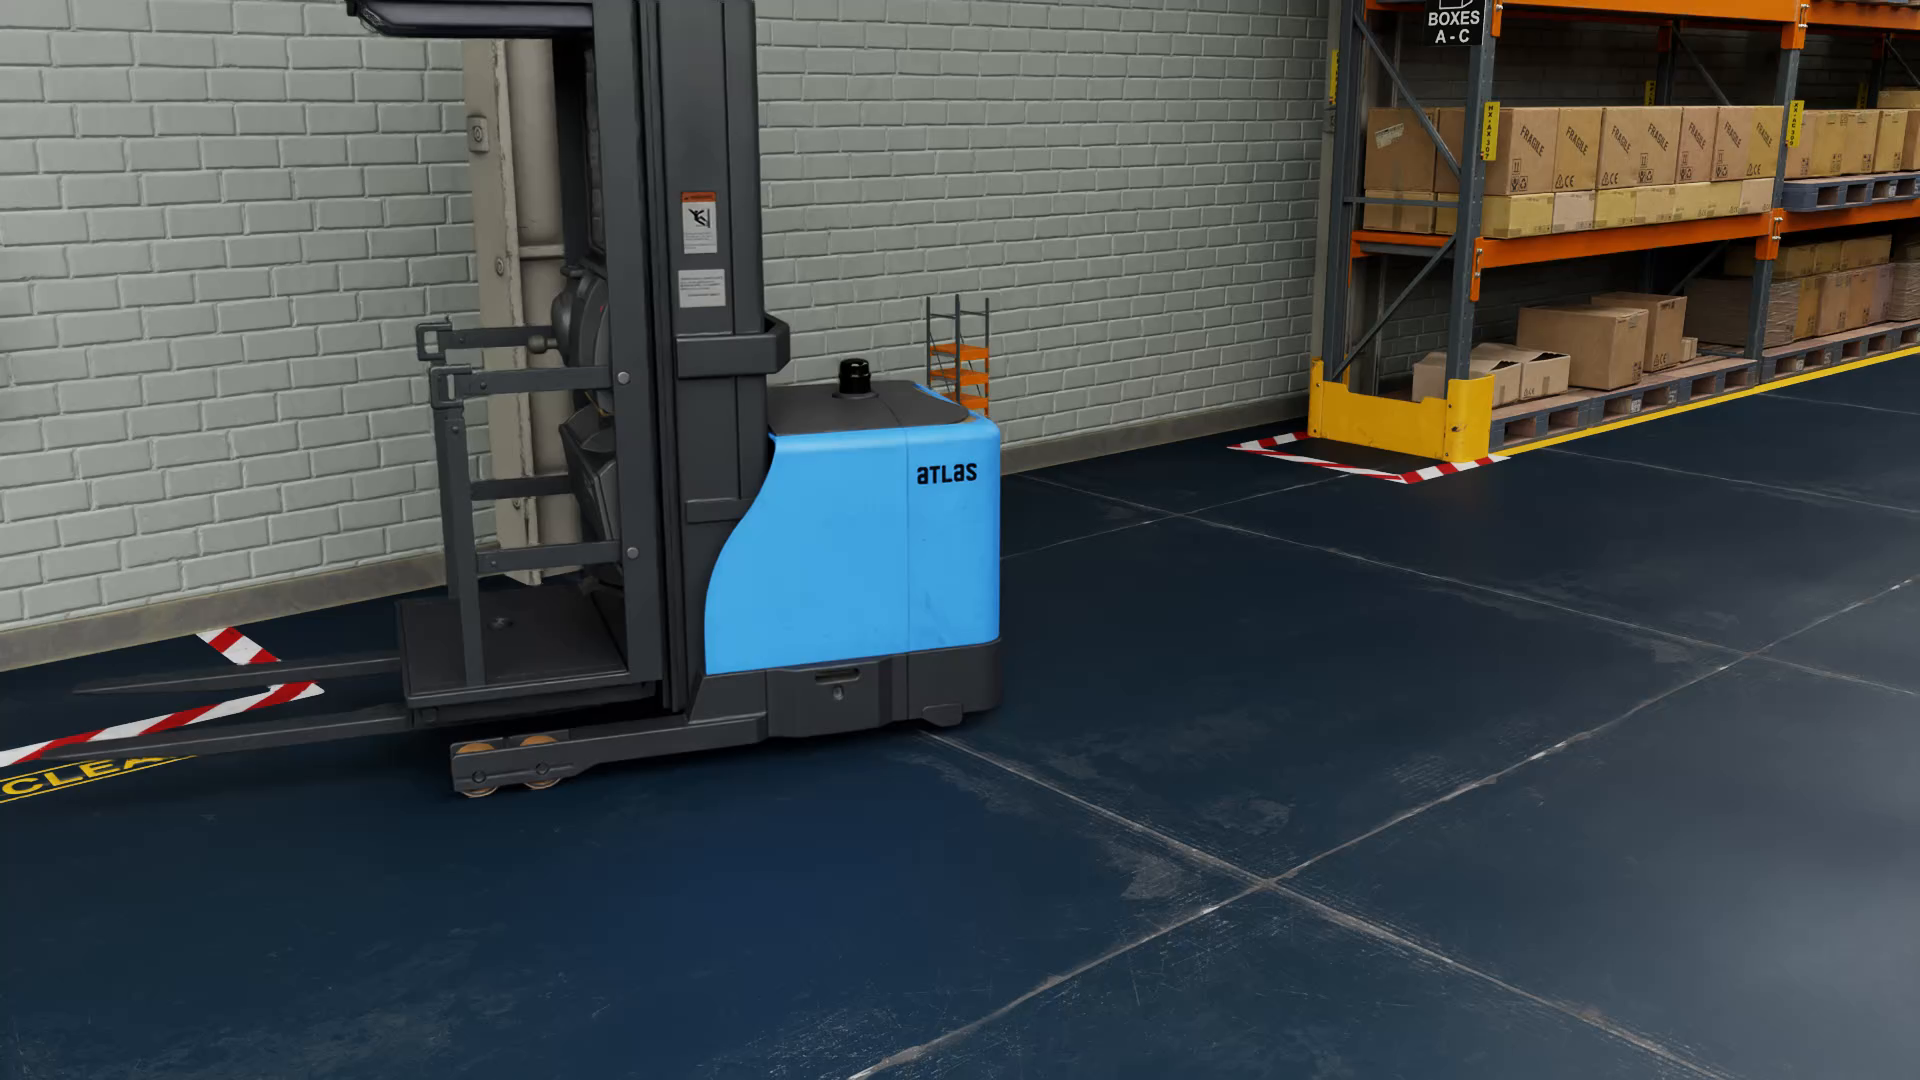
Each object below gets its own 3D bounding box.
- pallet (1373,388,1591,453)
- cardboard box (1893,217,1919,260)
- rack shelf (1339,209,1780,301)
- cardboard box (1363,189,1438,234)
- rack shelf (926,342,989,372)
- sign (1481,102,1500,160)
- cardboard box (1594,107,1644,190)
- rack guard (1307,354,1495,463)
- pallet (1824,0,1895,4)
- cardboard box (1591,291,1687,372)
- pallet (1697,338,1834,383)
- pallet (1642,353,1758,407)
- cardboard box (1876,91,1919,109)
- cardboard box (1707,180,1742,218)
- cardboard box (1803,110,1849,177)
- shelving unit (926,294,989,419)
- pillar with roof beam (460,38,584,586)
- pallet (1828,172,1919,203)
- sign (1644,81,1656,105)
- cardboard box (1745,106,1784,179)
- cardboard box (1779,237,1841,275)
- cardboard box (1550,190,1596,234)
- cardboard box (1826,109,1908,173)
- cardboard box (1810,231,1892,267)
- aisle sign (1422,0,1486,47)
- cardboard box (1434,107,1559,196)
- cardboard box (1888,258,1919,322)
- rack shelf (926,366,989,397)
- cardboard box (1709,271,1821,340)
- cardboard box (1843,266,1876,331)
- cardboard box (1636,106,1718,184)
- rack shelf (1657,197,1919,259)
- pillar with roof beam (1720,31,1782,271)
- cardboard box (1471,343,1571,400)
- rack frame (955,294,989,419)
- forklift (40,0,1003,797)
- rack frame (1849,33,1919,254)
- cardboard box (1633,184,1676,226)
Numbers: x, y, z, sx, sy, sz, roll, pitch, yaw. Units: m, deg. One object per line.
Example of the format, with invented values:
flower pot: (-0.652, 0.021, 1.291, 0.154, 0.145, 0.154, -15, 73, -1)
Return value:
pallet: (3.378, -0.831, 10.951, 1.213, 0.211, 1.003, -13, 19, -39)
cardboard box: (9.360, -2.653, 15.721, 0.750, 0.750, 0.750, -13, 20, -40)
rack shelf: (4.193, -2.026, 11.415, 4.000, 0.370, 1.077, -13, 19, -39)
cardboard box: (2.910, -2.089, 10.508, 0.500, 0.250, 0.500, -12, 19, -39)
rack shelf: (-0.011, -0.882, 8.005, 0.180, 0.103, 0.258, -13, 19, -39)
sign: (3.040, -2.347, 9.547, 0.005, 0.325, 0.100, -13, 19, -39)
cardboard box: (4.015, -2.524, 10.687, 0.500, 0.500, 0.500, -13, 20, -41)
rack guard: (2.742, -0.840, 10.424, 0.348, 0.500, 1.175, -13, 19, -39)
pallet: (6.237, -4.154, 12.542, 1.003, 0.211, 1.213, -13, 19, -39)
cardboard box: (4.945, -1.533, 12.169, 0.500, 0.500, 0.500, 14, 21, 43)
pallet: (6.288, -1.497, 13.445, 1.213, 0.211, 1.003, -13, 19, -39)
pallet: (5.218, -1.244, 12.499, 1.213, 0.211, 1.003, -13, 19, -39)
cardboard box: (8.246, -3.842, 14.518, 0.380, 0.149, 0.250, 12, 19, 38)
cardboard box: (5.162, -2.427, 11.776, 0.500, 0.250, 0.500, -13, 19, -39)
cardboard box: (6.534, -3.146, 13.168, 0.500, 0.500, 0.700, -10, 18, -34)
shelving unit: (-0.011, -0.577, 8.086, 0.189, 1.200, 0.258, -13, 19, -39)
pillar with roof beam: (0.944, -3.365, 3.411, 0.400, 9.000, 9.100, -13, 19, -39)
pallet: (7.253, -2.954, 13.867, 1.213, 0.211, 1.003, -13, 19, -39)
sign: (5.335, -3.379, 12.843, 0.005, 0.325, 0.100, -13, 19, -39)
cardboard box: (5.548, -2.871, 11.985, 0.500, 0.500, 0.500, -13, 20, -39)
cardboard box: (6.966, -2.371, 13.853, 0.500, 0.250, 0.500, -13, 20, -41)
cardboard box: (3.643, -2.083, 10.488, 0.500, 0.250, 0.500, -13, 20, -41)
cardboard box: (7.446, -3.354, 13.946, 0.500, 0.500, 0.700, -13, 19, -39)
cardboard box: (7.739, -2.540, 14.486, 0.500, 0.250, 0.500, -12, 19, -38)
aisle sign: (2.827, -3.220, 9.454, 0.004, 0.787, 0.394, -13, 19, -39)
cardboard box: (3.242, -2.356, 10.057, 0.500, 0.500, 0.500, -13, 19, -39)
cardboard box: (8.210, -2.262, 14.898, 0.500, 0.500, 0.700, -12, 19, -39)
rack shelf: (-0.011, -0.766, 8.036, 0.180, 0.103, 0.258, -13, 19, -39)
cardboard box: (6.603, -1.942, 13.700, 0.500, 0.500, 0.700, -13, 20, -40)
cardboard box: (7.389, -2.108, 14.321, 0.500, 0.500, 0.700, -13, 20, -40)
cardboard box: (4.788, -2.702, 11.353, 0.500, 0.500, 0.500, -13, 20, -41)
rack shelf: (7.210, -2.703, 13.952, 4.000, 0.370, 1.077, -13, 19, -39)
pillar with roof beam: (9.997, -5.398, 11.021, 0.400, 9.000, 9.100, -13, 19, -39)
cardboard box: (3.695, -1.144, 11.079, 0.500, 0.311, 0.500, -11, 18, -35)
rack frame: (0.058, -0.593, 8.144, 0.006, 1.200, 0.240, -13, 19, -39)
forklift: (-1.422, -0.761, 5.420, 3.031, 2.935, 1.130, -5, 16, -19)
rack frame: (8.719, -3.390, 15.127, 0.127, 3.000, 1.000, -13, 19, -39)
cardboard box: (4.414, -2.254, 11.126, 0.500, 0.250, 0.500, -12, 19, -39)
